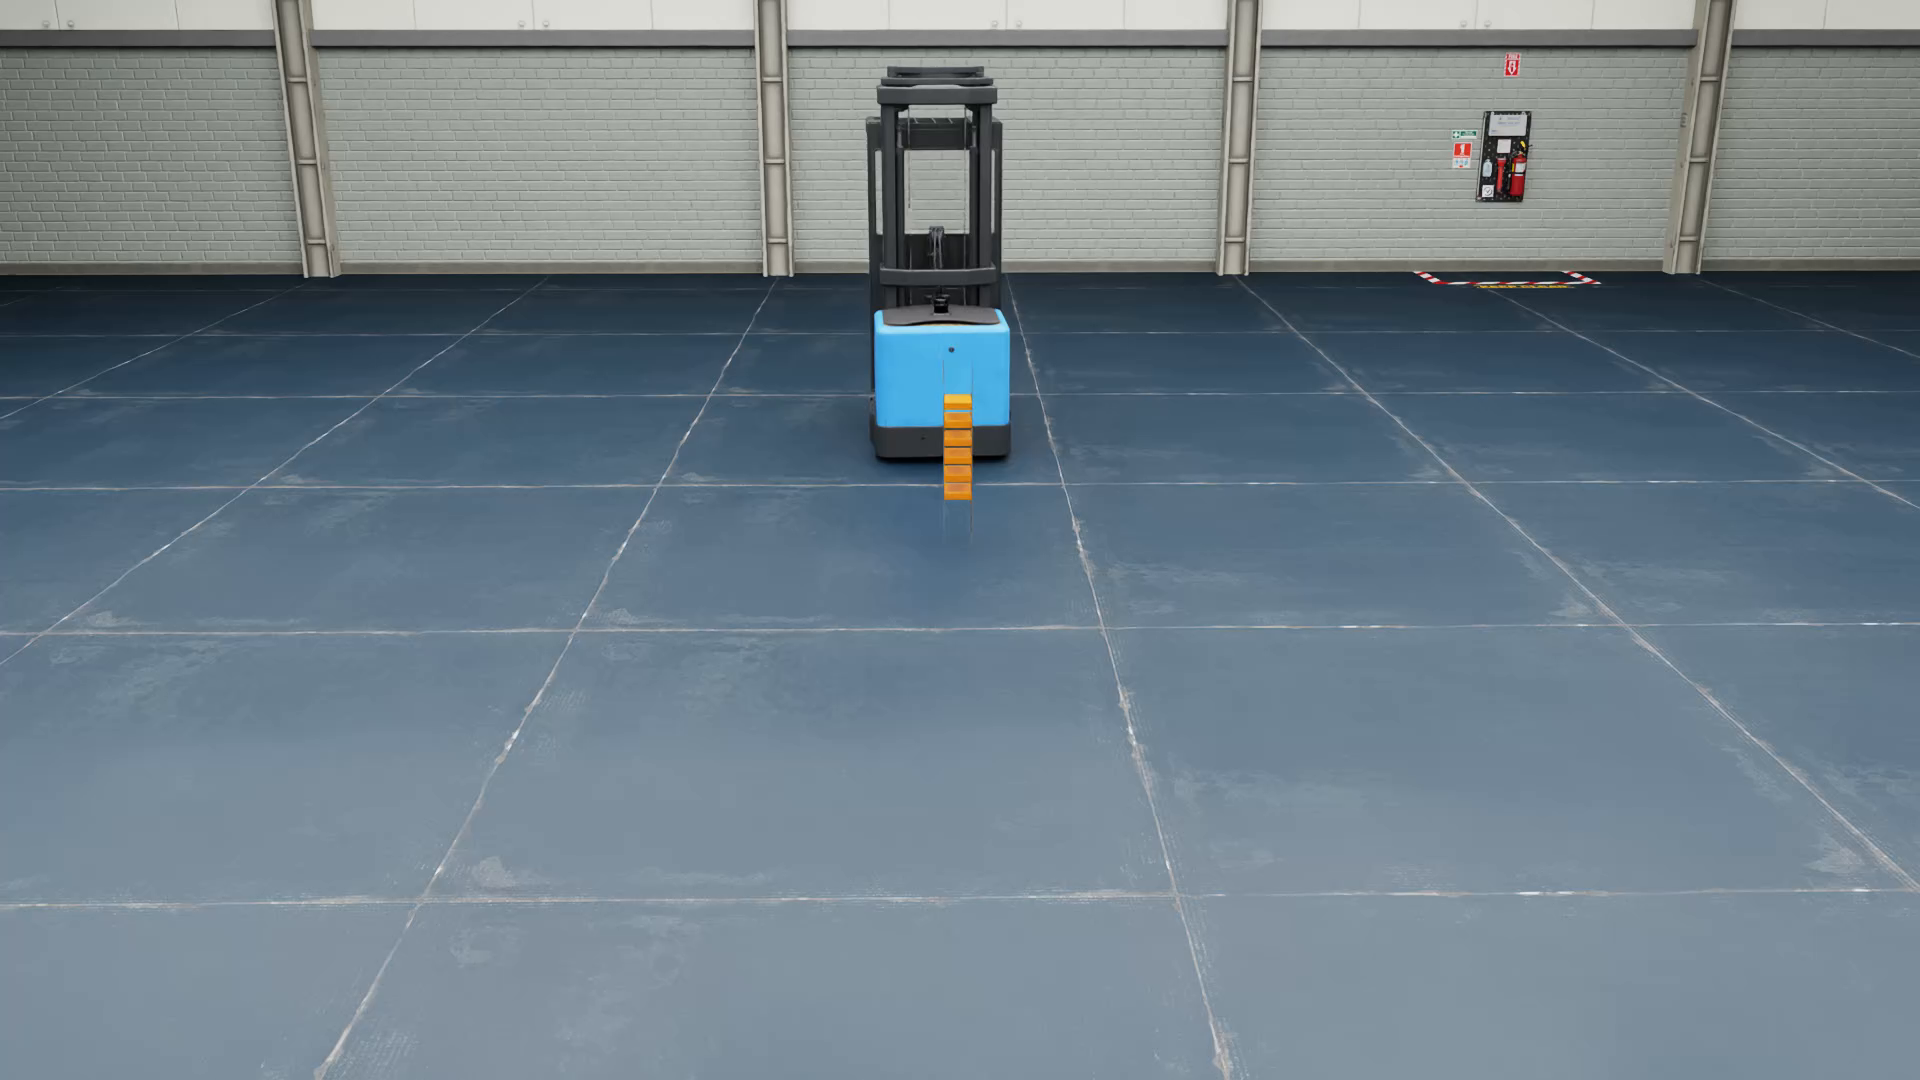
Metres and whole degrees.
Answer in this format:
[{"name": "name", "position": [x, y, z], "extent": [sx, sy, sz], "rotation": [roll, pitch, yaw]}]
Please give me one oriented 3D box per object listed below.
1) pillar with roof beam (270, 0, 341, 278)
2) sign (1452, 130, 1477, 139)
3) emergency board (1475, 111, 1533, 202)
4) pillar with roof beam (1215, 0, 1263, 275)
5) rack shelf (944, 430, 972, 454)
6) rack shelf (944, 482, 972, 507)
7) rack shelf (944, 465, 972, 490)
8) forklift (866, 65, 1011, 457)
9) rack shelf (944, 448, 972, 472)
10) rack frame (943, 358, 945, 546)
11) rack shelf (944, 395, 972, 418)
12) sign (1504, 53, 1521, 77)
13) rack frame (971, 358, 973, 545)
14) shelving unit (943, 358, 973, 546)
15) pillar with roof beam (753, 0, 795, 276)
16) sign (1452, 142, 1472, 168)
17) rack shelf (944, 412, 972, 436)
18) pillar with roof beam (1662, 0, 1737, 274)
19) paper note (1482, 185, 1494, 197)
[{"name": "pillar with roof beam", "position": [-8.322, -6.452, 16.428], "extent": [0.400, 9.000, 9.100], "rotation": [0, 18, -1]}, {"name": "sign", "position": [6.586, -5.292, 21.708], "extent": [0.331, 0.109, 0.001], "rotation": [0, 18, -1]}, {"name": "emergency board", "position": [7.136, -4.997, 21.713], "extent": [0.643, 1.169, 0.194], "rotation": [0, 18, -1]}, {"name": "pillar with roof beam", "position": [3.676, -6.510, 16.608], "extent": [0.400, 9.000, 9.100], "rotation": [0, 18, -1]}, {"name": "rack shelf", "position": [-0.014, -0.643, 10.841], "extent": [0.180, 0.103, 0.258], "rotation": [0, 18, -1]}, {"name": "rack shelf", "position": [-0.014, -0.300, 10.951], "extent": [0.180, 0.103, 0.258], "rotation": [0, 18, -1]}, {"name": "rack shelf", "position": [-0.014, -0.415, 10.914], "extent": [0.180, 0.103, 0.258], "rotation": [0, 18, -1]}, {"name": "forklift", "position": [-0.219, -2.431, 13.828], "extent": [1.130, 2.935, 3.031], "rotation": [-1, 18, -4]}, {"name": "rack shelf", "position": [-0.014, -0.529, 10.878], "extent": [0.180, 0.103, 0.258], "rotation": [0, 18, -1]}, {"name": "rack frame", "position": [-0.106, -0.571, 10.863], "extent": [0.006, 1.200, 0.240], "rotation": [0, 18, -1]}, {"name": "rack shelf", "position": [-0.014, -0.872, 10.768], "extent": [0.180, 0.103, 0.258], "rotation": [0, 18, -1]}, {"name": "sign", "position": [7.126, -6.131, 21.453], "extent": [0.199, 0.298, 0.001], "rotation": [0, 18, -1]}, {"name": "rack frame", "position": [0.077, -0.572, 10.865], "extent": [0.006, 1.200, 0.240], "rotation": [0, 18, -1]}, {"name": "shelving unit", "position": [-0.014, -0.571, 10.864], "extent": [0.189, 1.200, 0.258], "rotation": [0, 18, -1]}, {"name": "pillar with roof beam", "position": [-2.323, -6.481, 16.518], "extent": [0.400, 9.000, 9.100], "rotation": [0, 18, -1]}, {"name": "sign", "position": [6.582, -5.042, 21.797], "extent": [0.234, 0.329, 0.001], "rotation": [0, 18, -1]}, {"name": "rack shelf", "position": [-0.014, -0.757, 10.804], "extent": [0.180, 0.103, 0.258], "rotation": [0, 18, -1]}, {"name": "pillar with roof beam", "position": [9.676, -6.539, 16.698], "extent": [0.400, 9.000, 9.100], "rotation": [0, 18, -1]}, {"name": "paper note", "position": [6.958, -4.597, 21.910], "extent": [0.142, 0.148, 0.016], "rotation": [0, 18, -1]}]
